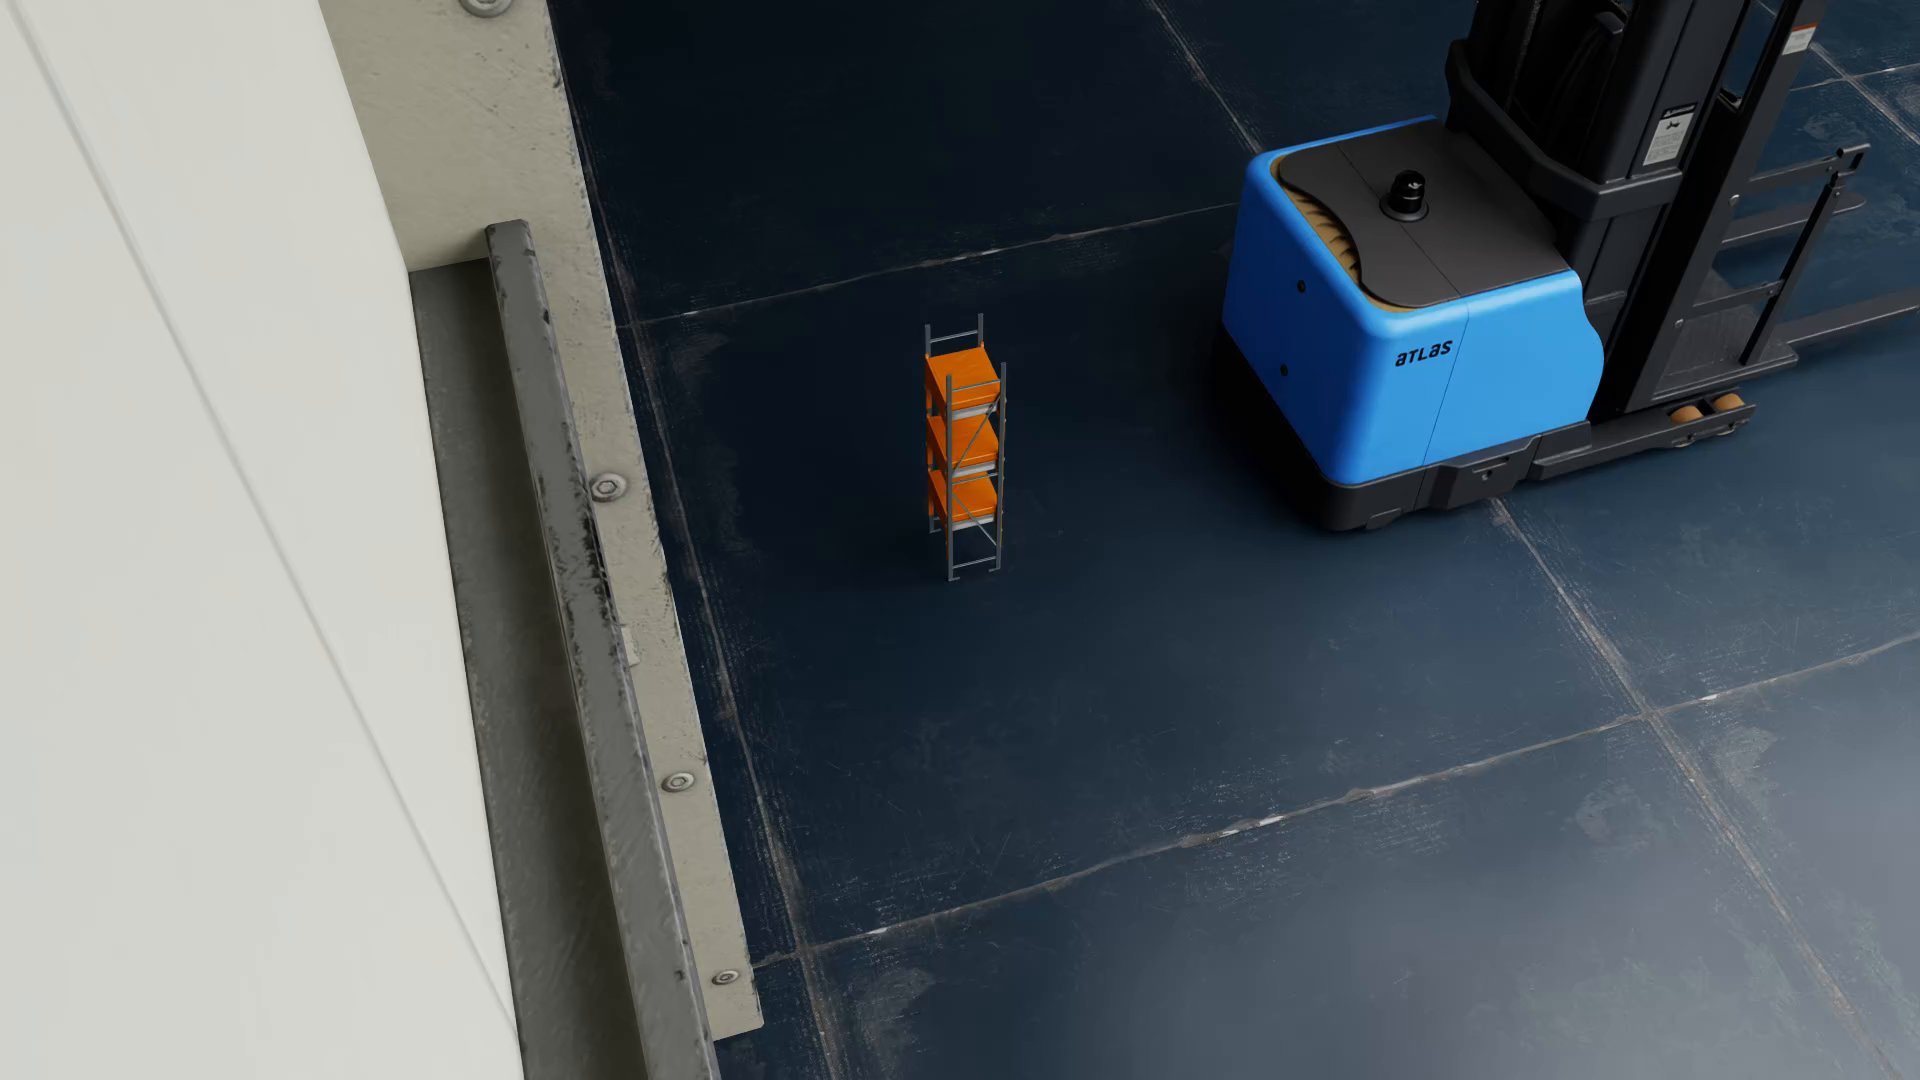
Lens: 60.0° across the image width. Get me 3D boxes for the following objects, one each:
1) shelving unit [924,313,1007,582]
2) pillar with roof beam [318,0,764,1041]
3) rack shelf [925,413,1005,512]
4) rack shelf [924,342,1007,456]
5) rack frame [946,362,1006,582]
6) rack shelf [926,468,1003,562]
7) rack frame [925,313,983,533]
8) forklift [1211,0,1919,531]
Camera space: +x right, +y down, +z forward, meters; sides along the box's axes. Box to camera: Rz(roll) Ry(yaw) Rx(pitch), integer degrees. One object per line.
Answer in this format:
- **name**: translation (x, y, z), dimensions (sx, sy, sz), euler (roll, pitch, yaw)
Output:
- **shelving unit**: translation (0.016, -0.299, 5.816), dimensions (0.215, 1.050, 0.252), euler (-13, 51, -11)
- **pillar with roof beam**: translation (3.317, -2.519, 2.487), dimensions (9.100, 9.000, 0.400), euler (-13, 51, -11)
- **rack shelf**: translation (0.016, -0.292, 5.824), dimensions (0.215, 0.259, 0.240), euler (-13, 51, -11)
- **rack shelf**: translation (0.016, -0.475, 5.607), dimensions (0.215, 0.259, 0.240), euler (-13, 51, -11)
- **rack frame**: translation (0.052, -0.210, 5.741), dimensions (0.200, 1.050, 0.008), euler (-13, 51, -11)
- **rack shelf**: translation (0.016, -0.113, 6.036), dimensions (0.215, 0.259, 0.240), euler (-13, 51, -11)
- **rack frame**: translation (-0.020, -0.388, 5.891), dimensions (0.200, 1.050, 0.008), euler (-13, 51, -11)
- **forklift**: translation (2.592, -1.677, 5.747), dimensions (3.031, 2.935, 1.130), euler (-15, 52, -13)
